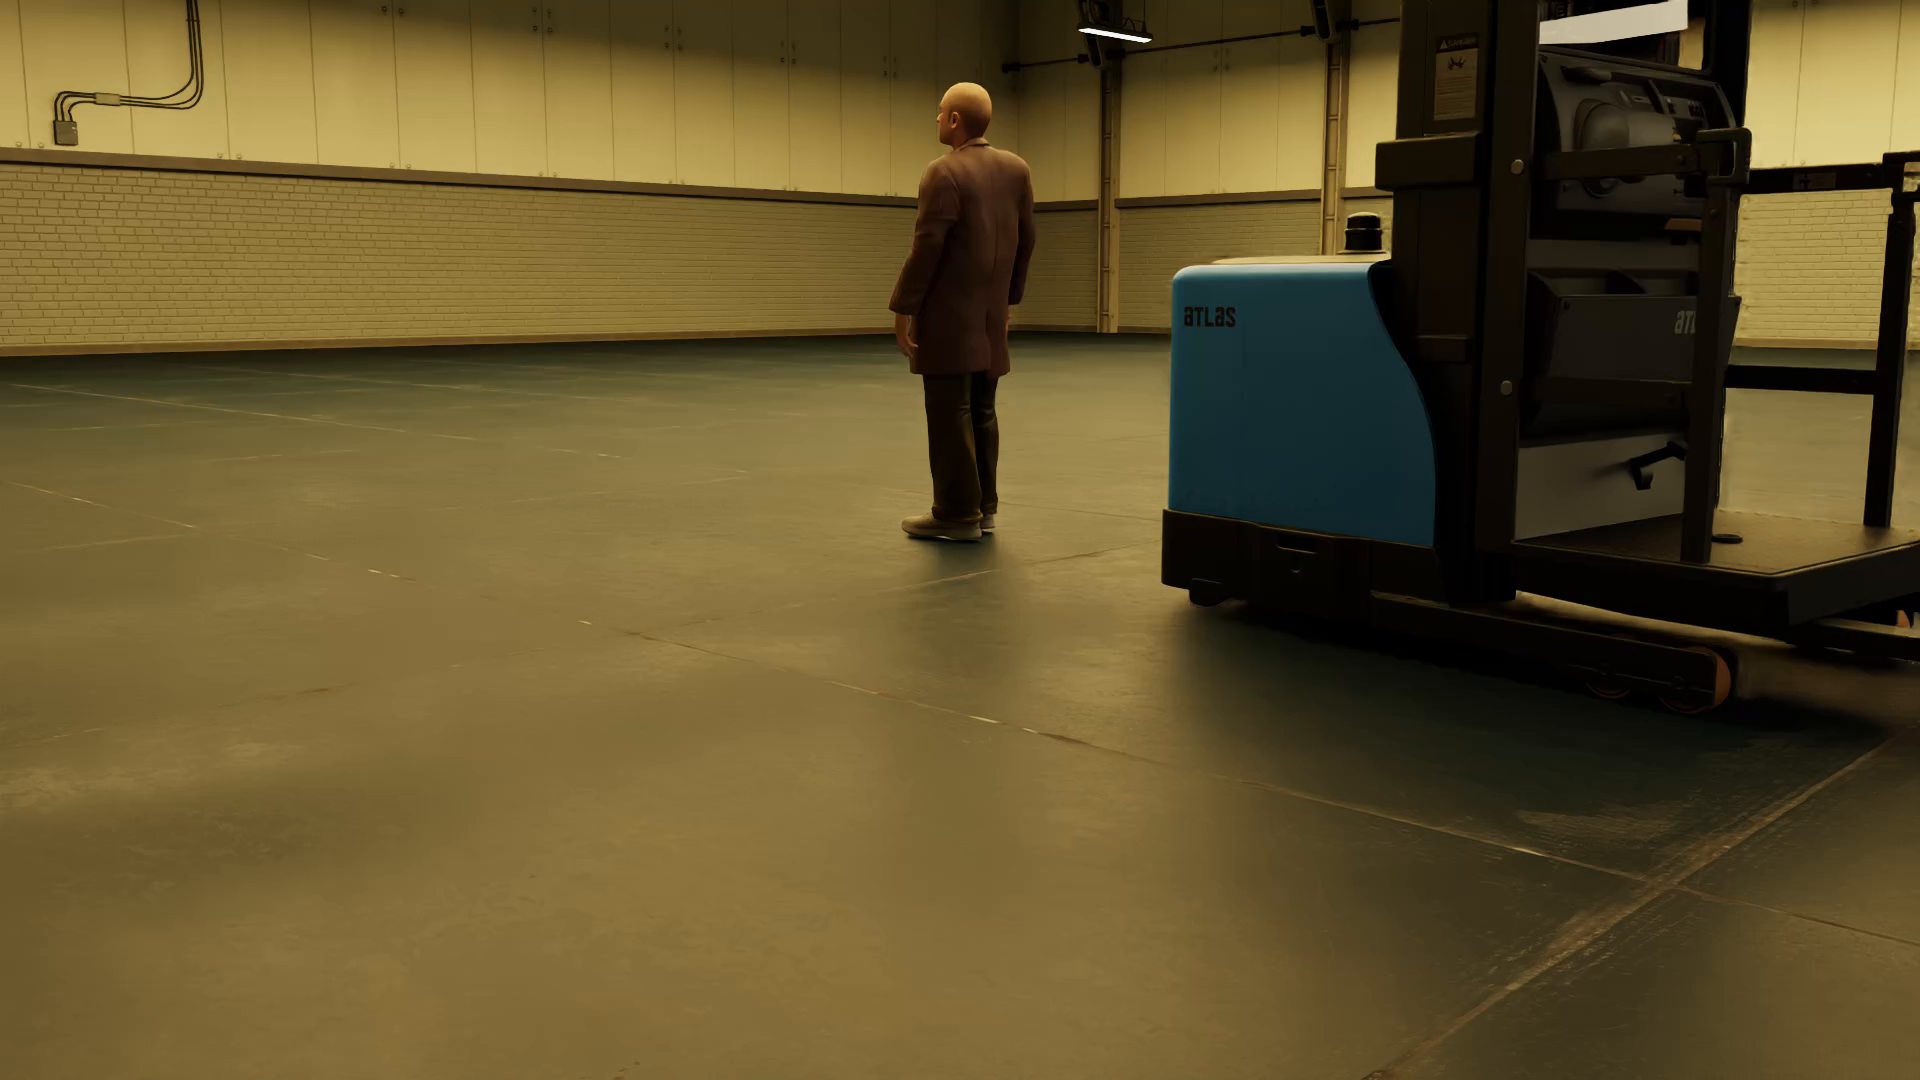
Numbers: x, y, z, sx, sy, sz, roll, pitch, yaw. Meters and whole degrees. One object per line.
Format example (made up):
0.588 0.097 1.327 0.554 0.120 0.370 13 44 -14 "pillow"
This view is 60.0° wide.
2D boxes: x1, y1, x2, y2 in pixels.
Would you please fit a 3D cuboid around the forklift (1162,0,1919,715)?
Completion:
1.961 -1.117 4.290 1.130 2.935 3.031 -7 11 -38 "forklift"

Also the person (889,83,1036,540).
-0.064 -0.896 6.650 0.579 1.778 0.696 8 12 43 "person"
